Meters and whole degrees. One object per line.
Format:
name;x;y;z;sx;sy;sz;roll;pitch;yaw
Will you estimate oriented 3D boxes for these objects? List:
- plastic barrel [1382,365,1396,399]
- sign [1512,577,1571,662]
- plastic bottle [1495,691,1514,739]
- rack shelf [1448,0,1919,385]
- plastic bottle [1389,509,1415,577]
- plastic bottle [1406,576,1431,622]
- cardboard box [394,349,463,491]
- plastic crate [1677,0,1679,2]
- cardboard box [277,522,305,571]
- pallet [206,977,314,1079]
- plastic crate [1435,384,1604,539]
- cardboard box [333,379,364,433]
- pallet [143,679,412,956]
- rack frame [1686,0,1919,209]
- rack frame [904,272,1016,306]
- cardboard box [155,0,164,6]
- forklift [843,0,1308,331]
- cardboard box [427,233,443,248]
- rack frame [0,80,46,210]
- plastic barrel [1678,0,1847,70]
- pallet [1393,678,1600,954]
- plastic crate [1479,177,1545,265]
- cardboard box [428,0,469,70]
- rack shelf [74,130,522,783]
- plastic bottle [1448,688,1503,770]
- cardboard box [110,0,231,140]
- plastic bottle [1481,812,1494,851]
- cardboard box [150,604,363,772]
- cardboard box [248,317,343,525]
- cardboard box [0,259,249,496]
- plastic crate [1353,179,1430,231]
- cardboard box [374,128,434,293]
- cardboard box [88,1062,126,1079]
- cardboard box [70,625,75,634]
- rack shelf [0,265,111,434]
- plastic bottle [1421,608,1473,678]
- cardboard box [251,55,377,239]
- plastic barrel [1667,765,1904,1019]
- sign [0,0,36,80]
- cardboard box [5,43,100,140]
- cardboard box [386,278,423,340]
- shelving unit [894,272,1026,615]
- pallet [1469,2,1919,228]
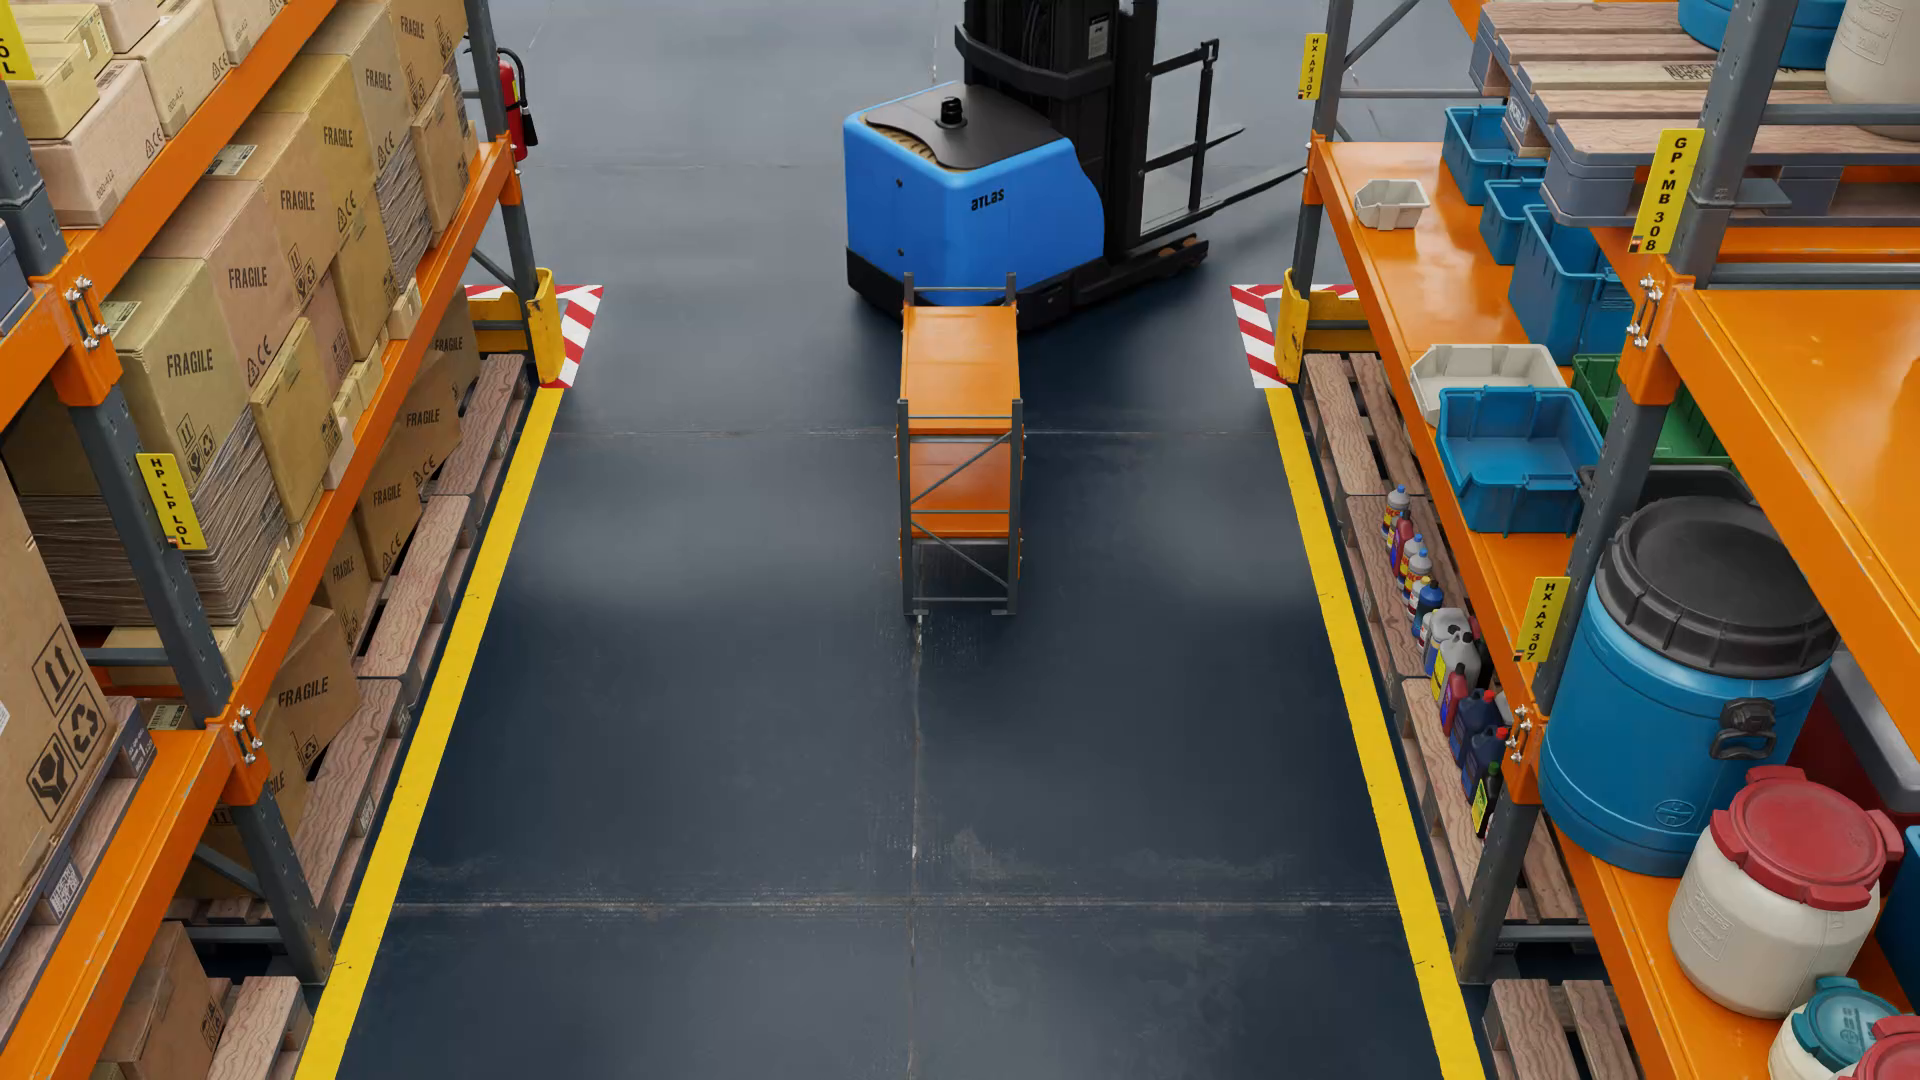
plastic barrel;2.313;-0.935;8.171;0.421;0.512;0.421;0;39;0
sign;1.690;0.234;4.838;0.100;0.325;0.005;0;39;0
plastic bottle;2.100;0.701;6.303;0.152;0.276;0.135;0;39;0
rack shelf;2.238;-1.792;5.764;1.077;0.370;4.000;0;39;0
plastic bottle;1.908;0.011;7.158;0.061;0.283;0.133;1;39;1
plastic bottle;1.927;0.240;6.938;0.097;0.201;0.097;0;39;0
cardboard box;-2.698;-0.574;7.730;0.500;0.500;0.500;10;40;12
plastic crate;2.511;-1.726;5.276;0.336;0.188;0.450;0;39;0
cardboard box;-2.427;0.003;5.549;0.380;0.149;0.250;0;39;0
pallet;-2.710;1.927;5.177;1.003;0.211;1.213;0;39;0
plastic crate;1.968;-0.286;5.827;0.499;0.251;0.616;0;39;0
cardboard box;-2.438;-0.466;6.134;0.380;0.149;0.250;0;39;0
pallet;-2.748;1.020;6.308;1.003;0.211;1.213;0;39;0
rack frame;2.241;-1.993;3.041;1.000;3.000;0.127;0;39;0
rack frame;-0.001;-0.753;7.790;0.500;1.125;0.032;0;39;0
cardboard box;-2.495;-1.609;4.762;0.380;0.149;0.250;1;39;1
forklift;0.828;-2.903;9.028;3.031;2.935;1.130;-26;46;-29
cardboard box;-2.474;-1.404;7.305;0.380;0.149;0.250;0;39;0
rack frame;-2.712;-1.989;3.036;1.000;3.000;0.127;0;39;0
plastic barrel;2.347;-1.804;4.467;0.600;0.901;0.708;0;39;0
pallet;2.282;1.016;6.313;1.003;0.211;1.213;0;39;0
plastic crate;2.531;-1.376;7.188;0.499;0.251;0.408;0;39;0
cardboard box;-2.469;-2.351;7.168;0.500;0.500;0.500;0;39;0
rack shelf;-2.715;-0.618;6.698;1.077;0.370;4.000;0;39;0
plastic bottle;1.951;0.688;6.260;0.144;0.351;0.185;-2;39;-2
cardboard box;-2.462;-1.373;4.785;0.500;0.250;0.500;0;39;0
plastic bottle;1.929;1.042;5.937;0.097;0.201;0.097;0;39;0
cardboard box;-2.681;0.555;6.322;0.500;0.500;0.500;12;40;14
cardboard box;-2.616;-0.397;5.529;0.875;0.500;0.500;0;39;0
cardboard box;-2.459;-0.475;4.827;0.500;0.500;0.500;0;39;0
plastic crate;1.915;-1.490;7.422;0.298;0.136;0.250;0;39;0
cardboard box;-2.666;-1.335;6.700;0.875;0.500;0.500;0;39;0
cardboard box;-2.751;1.838;4.705;0.700;0.500;0.500;0;39;0
cardboard box;-3.007;0.316;5.158;0.380;0.149;0.250;0;39;0
rack shelf;-2.710;0.713;2.639;1.077;0.370;4.000;0;39;0
plastic bottle;1.955;0.413;6.662;0.152;0.276;0.135;1;39;1
cardboard box;-2.472;-1.413;5.997;0.500;0.500;0.500;0;39;0
plastic barrel;2.022;0.894;4.127;0.433;0.535;0.433;0;39;0
sign;-2.157;-1.177;3.693;0.100;0.325;0.005;0;39;0
cardboard box;-2.405;-1.119;4.150;0.380;0.149;0.250;-1;39;-1
cardboard box;-2.403;-0.935;6.720;0.380;0.149;0.250;0;39;0
shelving unit;0.000;-0.435;7.393;0.538;1.125;1.048;0;39;0
pallet;2.142;-1.200;4.601;1.213;0.211;1.003;0;39;0
